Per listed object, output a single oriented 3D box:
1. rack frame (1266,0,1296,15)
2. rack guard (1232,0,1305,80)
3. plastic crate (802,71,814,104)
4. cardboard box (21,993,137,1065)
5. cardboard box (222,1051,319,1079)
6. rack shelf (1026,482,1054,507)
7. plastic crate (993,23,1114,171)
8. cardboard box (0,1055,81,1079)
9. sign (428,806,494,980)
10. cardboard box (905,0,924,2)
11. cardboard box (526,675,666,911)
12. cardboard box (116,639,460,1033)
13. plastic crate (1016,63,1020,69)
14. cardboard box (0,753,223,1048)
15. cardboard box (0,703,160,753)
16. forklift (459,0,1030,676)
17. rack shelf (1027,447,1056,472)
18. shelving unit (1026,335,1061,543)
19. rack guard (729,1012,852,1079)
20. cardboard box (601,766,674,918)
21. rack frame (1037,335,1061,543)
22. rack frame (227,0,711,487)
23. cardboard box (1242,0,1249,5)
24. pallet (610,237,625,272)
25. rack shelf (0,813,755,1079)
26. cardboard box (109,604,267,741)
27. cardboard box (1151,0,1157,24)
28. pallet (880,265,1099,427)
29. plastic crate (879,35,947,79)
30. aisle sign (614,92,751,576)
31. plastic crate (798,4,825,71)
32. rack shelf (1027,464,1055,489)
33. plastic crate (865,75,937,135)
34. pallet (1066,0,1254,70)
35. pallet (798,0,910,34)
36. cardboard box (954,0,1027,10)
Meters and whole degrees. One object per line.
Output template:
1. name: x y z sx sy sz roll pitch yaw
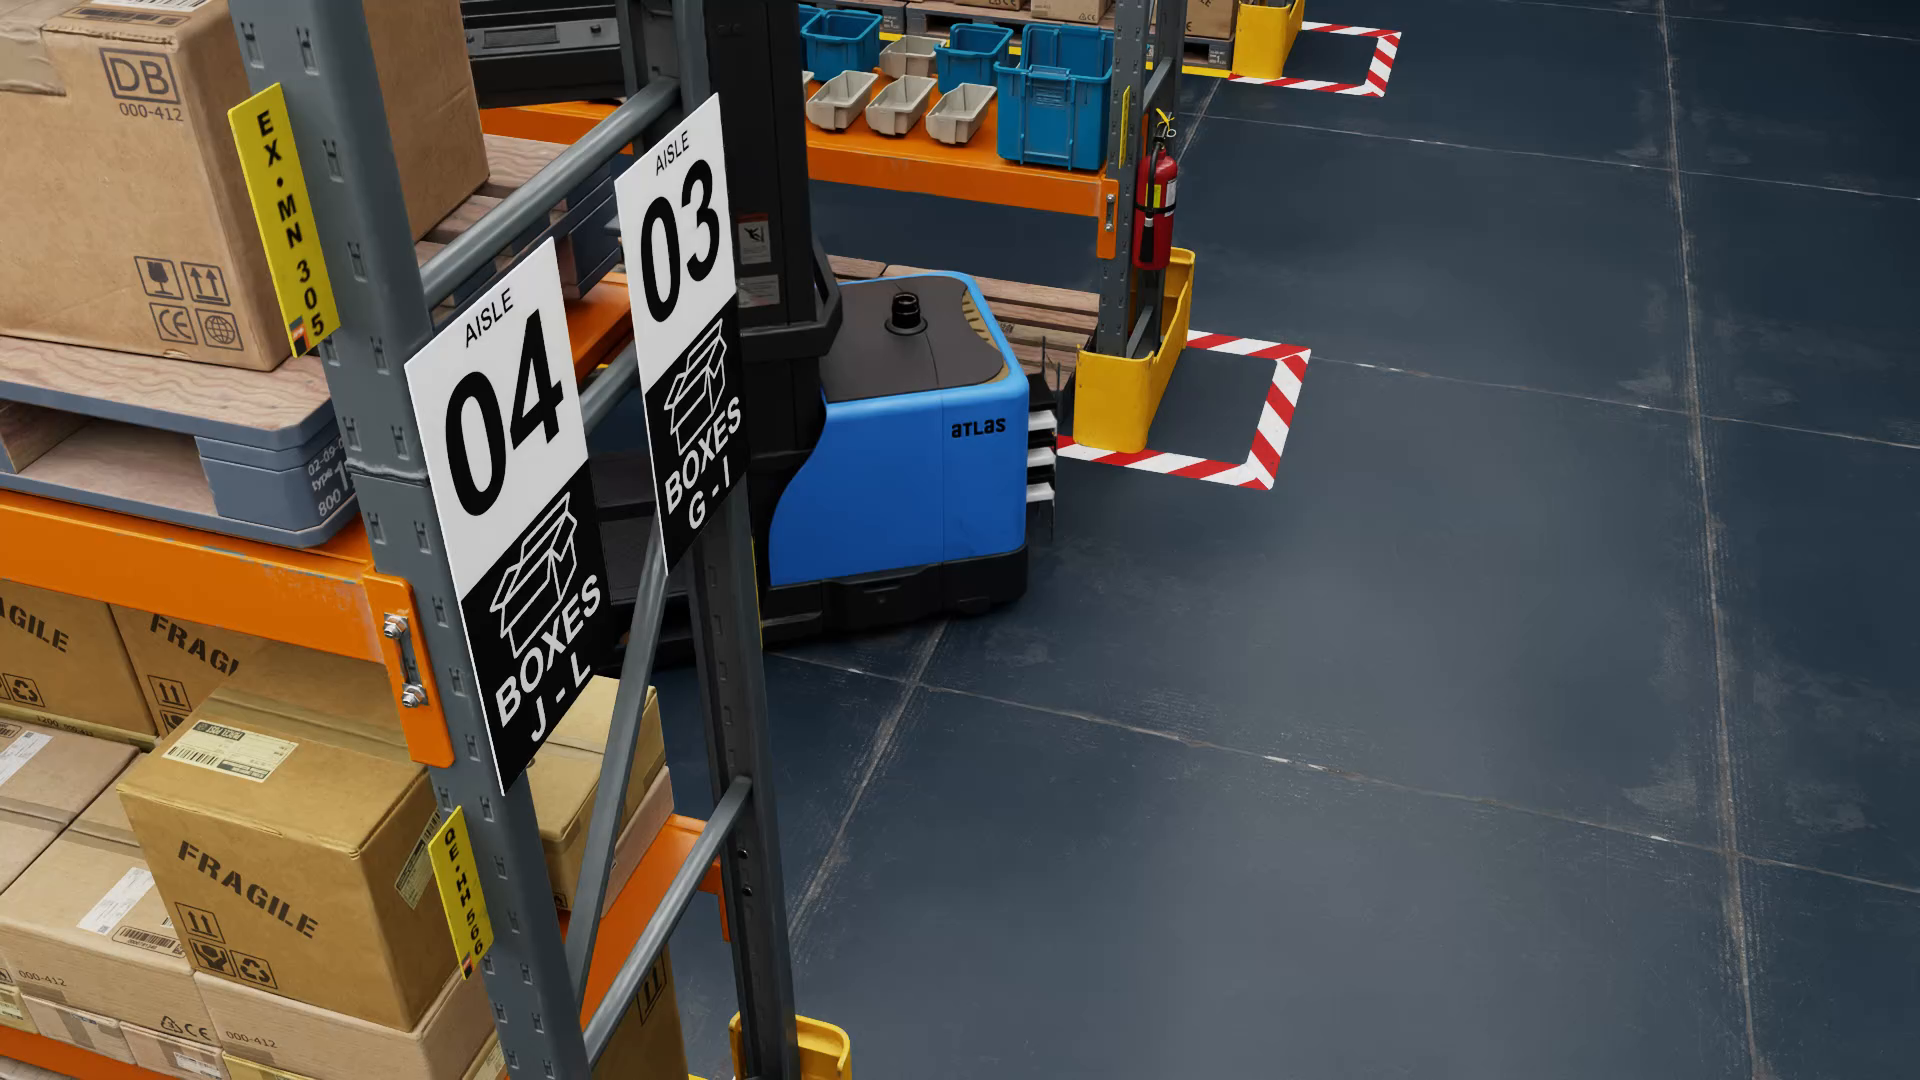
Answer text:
1. rack frame: 2.312 -4.763 11.190 0.127 3.000 1.000 10 38 14
2. rack guard: 2.240 -3.769 11.949 0.348 0.500 1.175 10 38 14
3. plastic crate: -0.834 -2.057 7.686 0.250 0.136 0.298 10 38 14
4. cardboard box: -1.810 0.931 3.666 0.250 0.149 0.380 11 38 15
5. cardboard box: -1.332 1.021 3.544 0.250 0.149 0.380 11 38 14
6. rack shelf: 0.275 -0.231 7.165 0.200 0.077 0.258 -8 37 -11
7. plastic crate: 0.456 -1.953 7.292 0.499 0.435 0.616 10 38 14
8. cardboard box: -2.149 1.300 4.392 0.875 0.875 0.875 10 38 14
9. sign: -0.820 0.585 2.749 0.005 0.325 0.100 10 38 14
10. cardboard box: -0.341 -4.162 12.393 0.250 0.166 0.380 10 38 14
11. cardboard box: -1.023 0.545 3.855 0.500 0.250 0.500 10 37 13
12. cardboard box: -1.189 0.543 3.225 0.500 0.500 0.500 11 38 14
13. plastic crate: 0.413 -2.212 7.897 0.298 0.136 0.250 10 38 14
14. cardboard box: -1.671 0.757 3.567 0.500 0.250 0.500 10 37 13
15. cardboard box: -2.000 0.366 4.098 0.500 0.250 0.500 9 37 12
16. forklift: -1.296 -0.980 6.108 3.031 2.935 1.130 -8 37 -11
17. rack shelf: 0.275 -0.376 7.059 0.200 0.077 0.258 -8 37 -11
18. shelving unit: 0.275 -0.403 7.039 0.210 0.900 0.258 -8 37 -11
19. rack guard: -0.622 1.853 4.311 0.348 0.500 1.175 10 38 14
20. cardboard box: -0.886 0.693 3.989 0.250 0.149 0.380 11 38 14
21. rack frame: 0.374 -0.417 7.058 0.006 0.900 0.240 -8 37 -11
22. rack frame: -0.645 -1.574 1.798 0.127 3.000 1.000 10 38 14
23. cardboard box: 2.015 -4.060 12.270 0.250 0.149 0.380 10 38 14
24. pallet: -2.273 -1.437 9.024 1.213 0.211 1.003 10 38 14
25. rack shelf: -2.554 0.778 4.269 4.000 0.370 1.077 10 38 14
26. cardboard box: -1.500 0.154 3.753 0.500 0.500 0.500 10 37 13
27. cardboard box: 1.360 -3.878 12.007 0.250 0.166 0.380 10 38 14
28. pallet: 0.056 -1.005 8.438 1.213 0.211 1.003 10 38 14
29. plastic crate: -0.235 -2.332 8.060 0.298 0.136 0.250 10 38 14
30. aisle sign: -0.487 -0.362 3.019 0.004 0.787 0.394 10 38 14
31. plastic crate: -0.849 -2.433 8.116 0.300 0.233 0.416 10 38 14
32. rack shelf: 0.275 -0.304 7.112 0.200 0.077 0.258 -8 37 -11
33. plastic crate: -0.273 -1.980 7.581 0.243 0.136 0.396 10 38 14
34. pallet: 1.478 -3.793 12.226 1.213 0.211 1.003 10 38 14
35. pallet: -0.851 -4.225 12.812 1.213 0.211 1.003 10 38 14
36. cardboard box: 0.289 -4.312 12.313 0.637 0.503 0.797 10 38 14
